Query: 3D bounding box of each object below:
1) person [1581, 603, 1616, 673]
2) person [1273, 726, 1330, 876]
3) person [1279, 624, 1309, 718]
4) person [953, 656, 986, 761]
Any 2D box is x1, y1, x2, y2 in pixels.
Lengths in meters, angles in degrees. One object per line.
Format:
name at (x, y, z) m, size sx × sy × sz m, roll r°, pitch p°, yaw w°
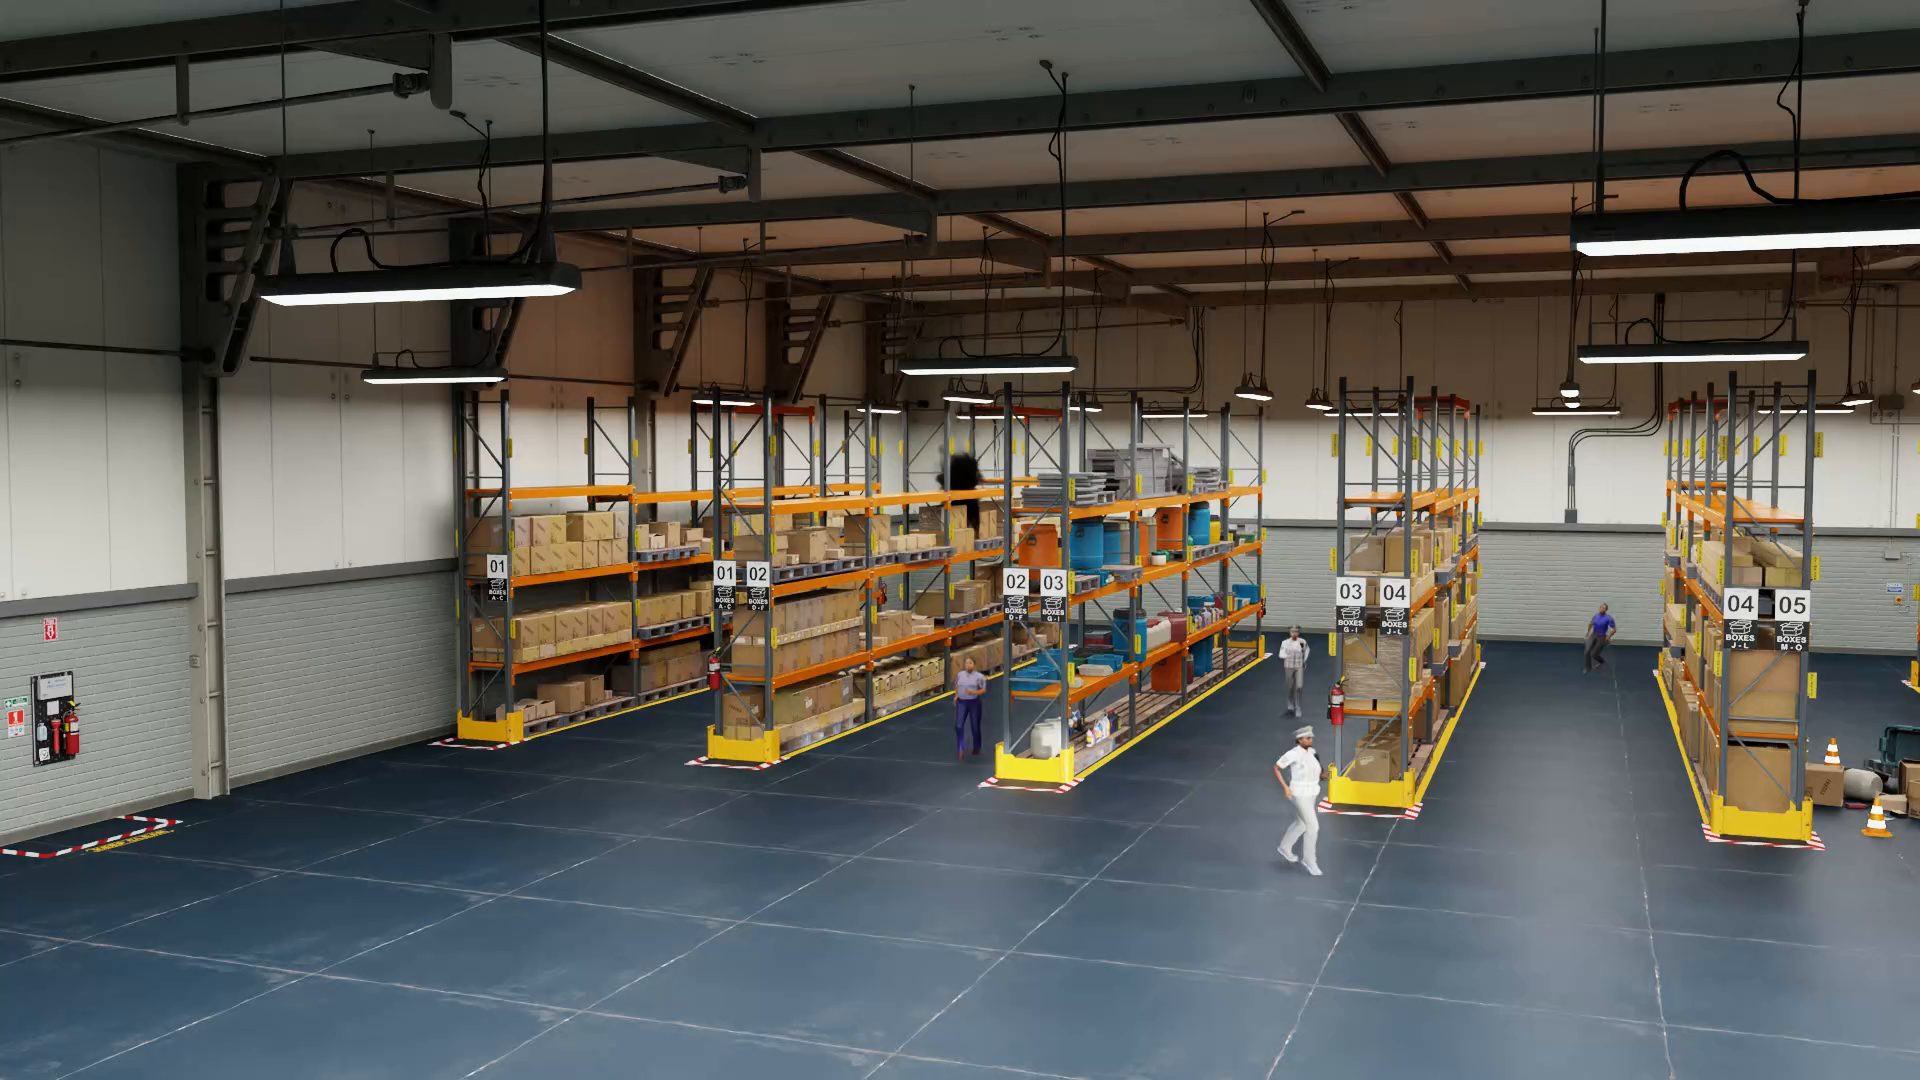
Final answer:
person at (14.284, 2.191, 37.054) m, size 0.578 × 1.583 × 0.673 m, roll -3°, pitch 4°, yaw -39°
person at (4.071, 3.069, 19.740) m, size 0.546 × 1.758 × 0.755 m, roll -3°, pitch 4°, yaw -45°
person at (6.275, 2.441, 31.231) m, size 0.557 × 1.732 × 0.816 m, roll 1°, pitch 3°, yaw 12°
person at (0.146, 2.720, 26.748) m, size 0.574 × 1.691 × 0.706 m, roll 1°, pitch 3°, yaw 12°
